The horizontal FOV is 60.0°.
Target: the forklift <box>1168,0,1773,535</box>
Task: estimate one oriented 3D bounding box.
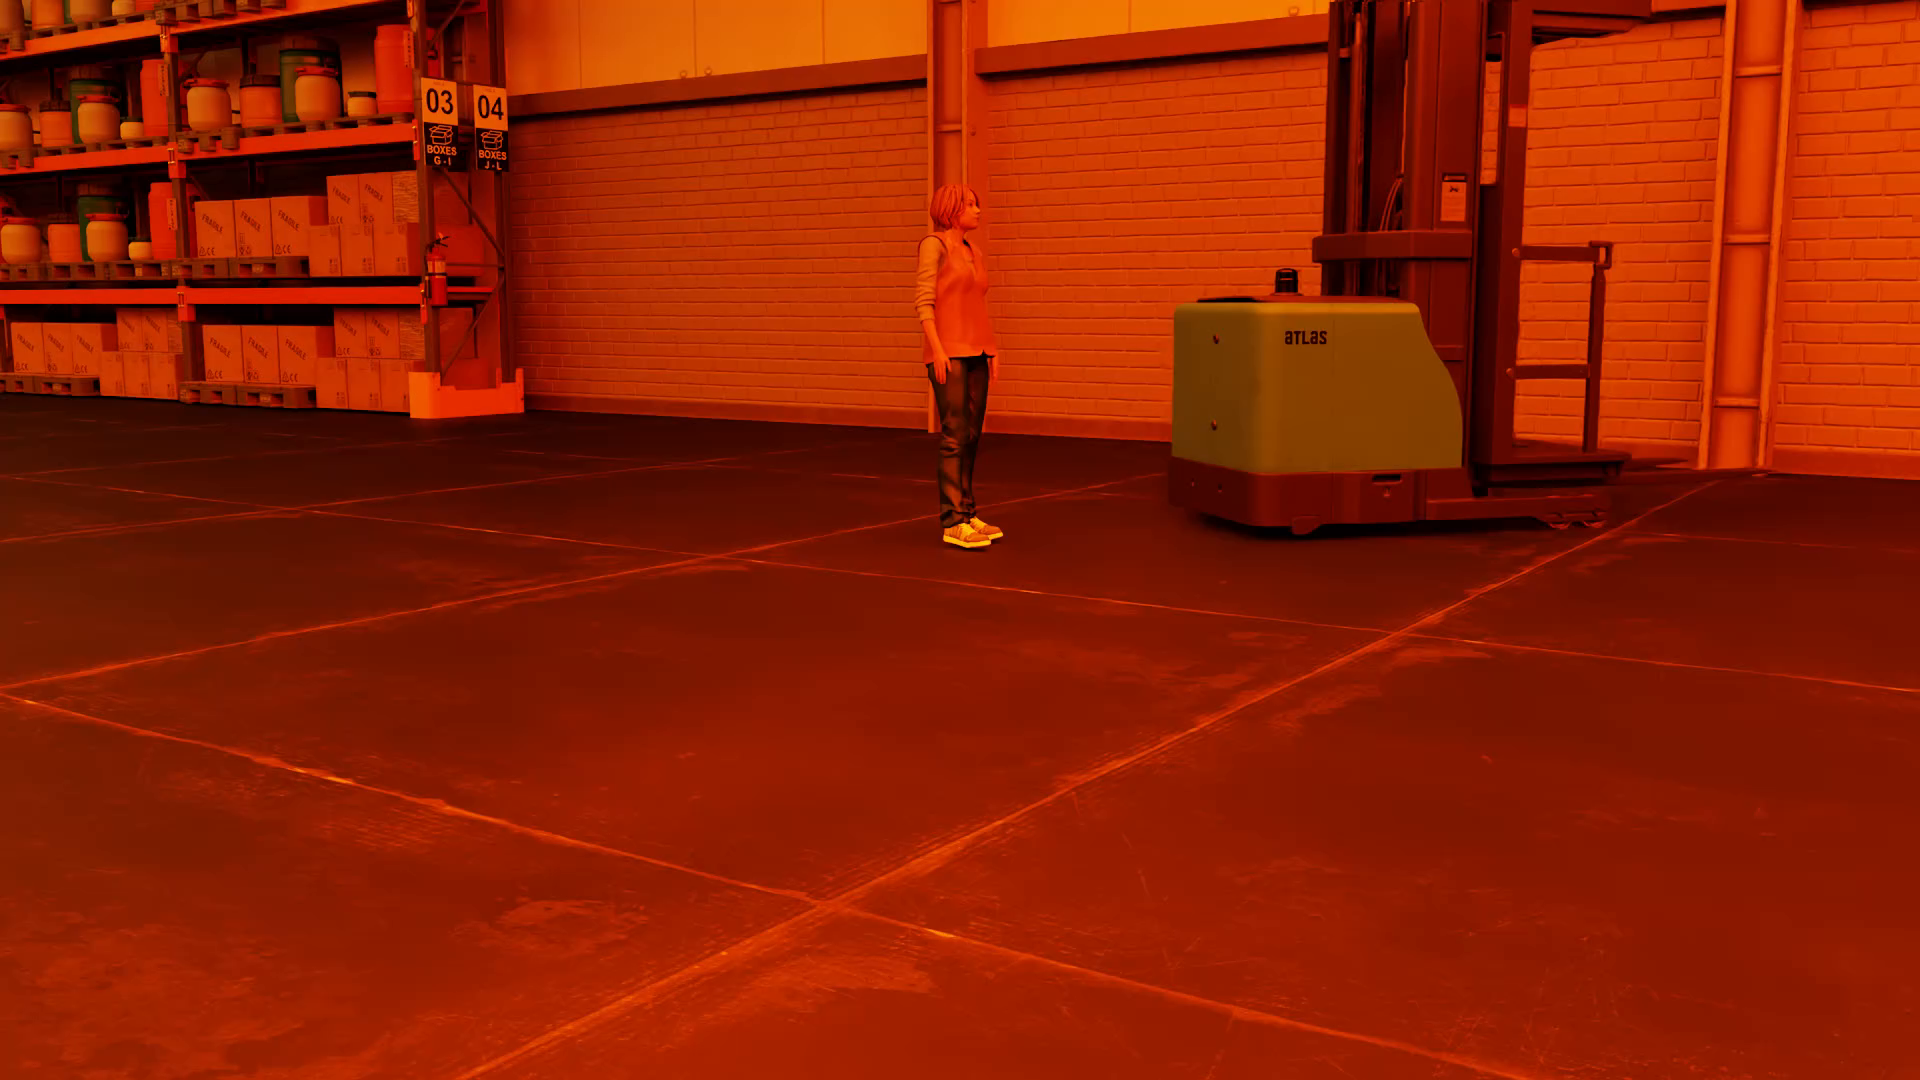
[{"bbox_3d":[2.626,-1.569,8.224,3.031,2.935,1.130,-2,8,-17],"label":"forklift"}]

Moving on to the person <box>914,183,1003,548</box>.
[{"bbox_3d":[0.054,-0.790,7.438,0.473,1.599,0.521,5,10,34],"label":"person"}]
